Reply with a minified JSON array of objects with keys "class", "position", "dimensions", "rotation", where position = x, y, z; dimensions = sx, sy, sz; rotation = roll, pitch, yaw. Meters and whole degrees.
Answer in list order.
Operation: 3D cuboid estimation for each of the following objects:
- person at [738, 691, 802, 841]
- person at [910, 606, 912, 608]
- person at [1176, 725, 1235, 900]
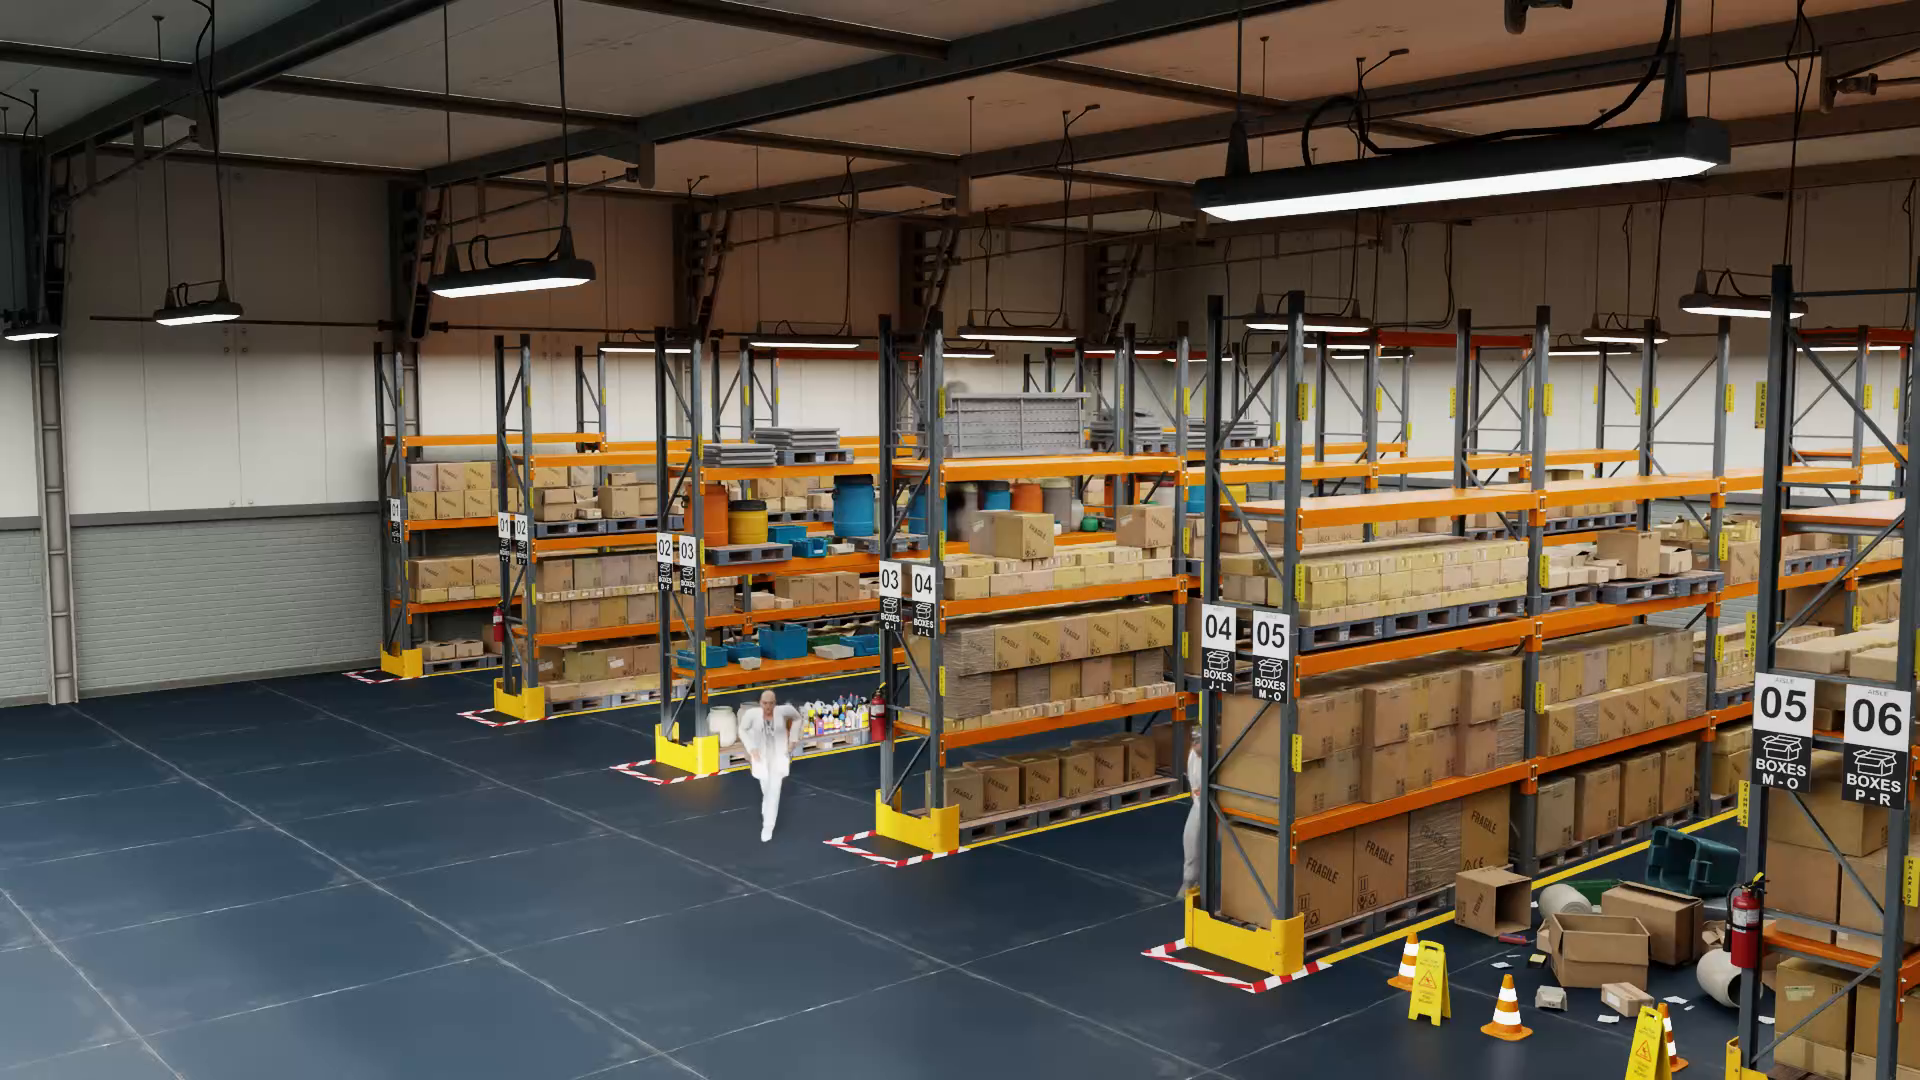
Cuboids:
[{"class":"person","position":[-2.234,2.562,19.502],"dimensions":[0.725,1.738,1.085],"rotation":[-1,5,-8]},{"class":"person","position":[-0.816,1.259,33.855],"dimensions":[0.734,1.708,0.616],"rotation":[-4,7,-40]},{"class":"person","position":[2.634,2.751,17.130],"dimensions":[0.663,1.788,1.093],"rotation":[5,7,44]}]
